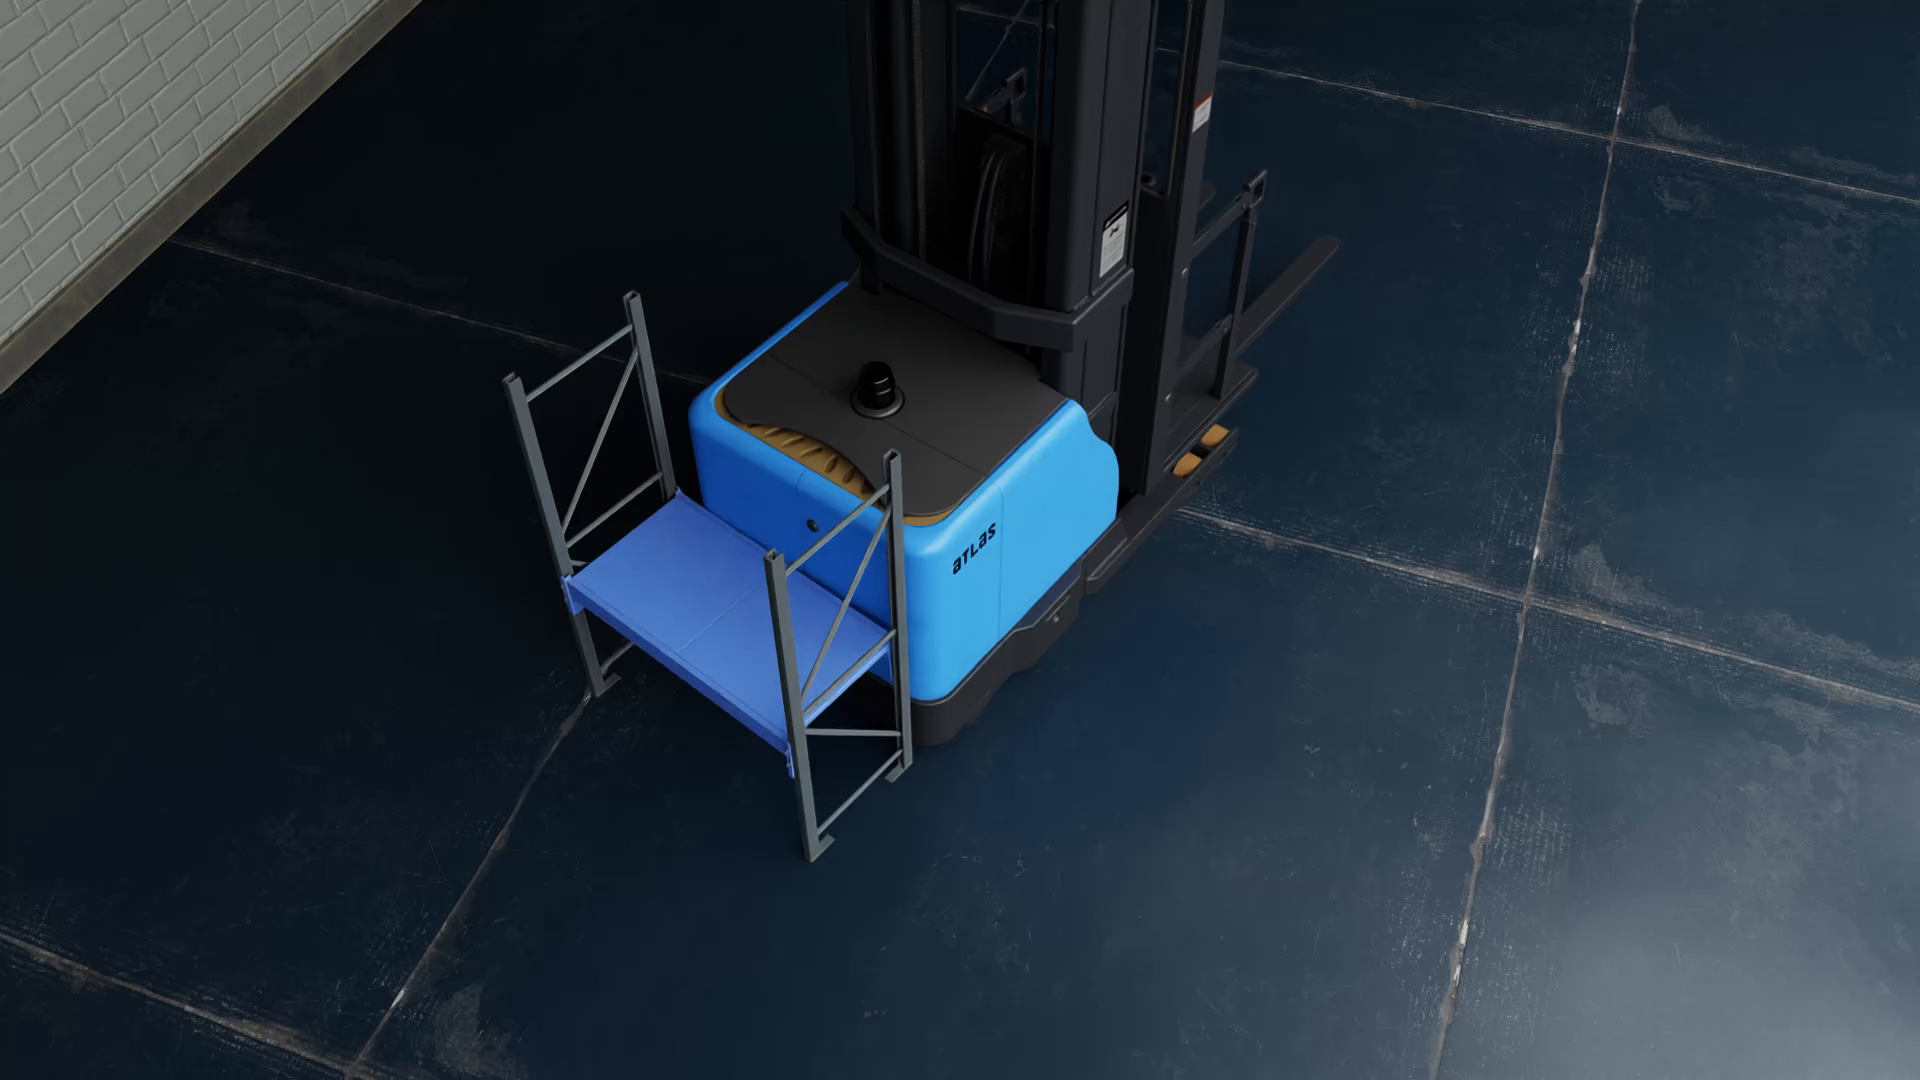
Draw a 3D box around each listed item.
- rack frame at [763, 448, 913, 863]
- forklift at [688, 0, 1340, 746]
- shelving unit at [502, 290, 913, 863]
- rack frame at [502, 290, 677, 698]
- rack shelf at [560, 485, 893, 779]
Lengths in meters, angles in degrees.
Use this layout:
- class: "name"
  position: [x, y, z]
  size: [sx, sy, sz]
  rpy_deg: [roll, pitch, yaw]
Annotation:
- class: "rack frame"
  position: [-0.330, 0.396, 4.915]
  size: [0.032, 1.500, 0.500]
  rpy_deg: [32, 56, 25]
- class: "forklift"
  position: [0.425, -1.338, 5.470]
  size: [1.130, 2.935, 3.031]
  rpy_deg: [30, 56, 24]
- class: "shelving unit"
  position: [-0.721, 0.150, 5.127]
  size: [1.048, 1.500, 0.538]
  rpy_deg: [32, 56, 25]
- class: "rack frame"
  position: [-1.112, -0.095, 5.340]
  size: [0.032, 1.500, 0.500]
  rpy_deg: [32, 56, 25]
- class: "rack shelf"
  position: [-0.721, 0.268, 5.263]
  size: [1.000, 0.185, 0.538]
  rpy_deg: [32, 56, 25]
